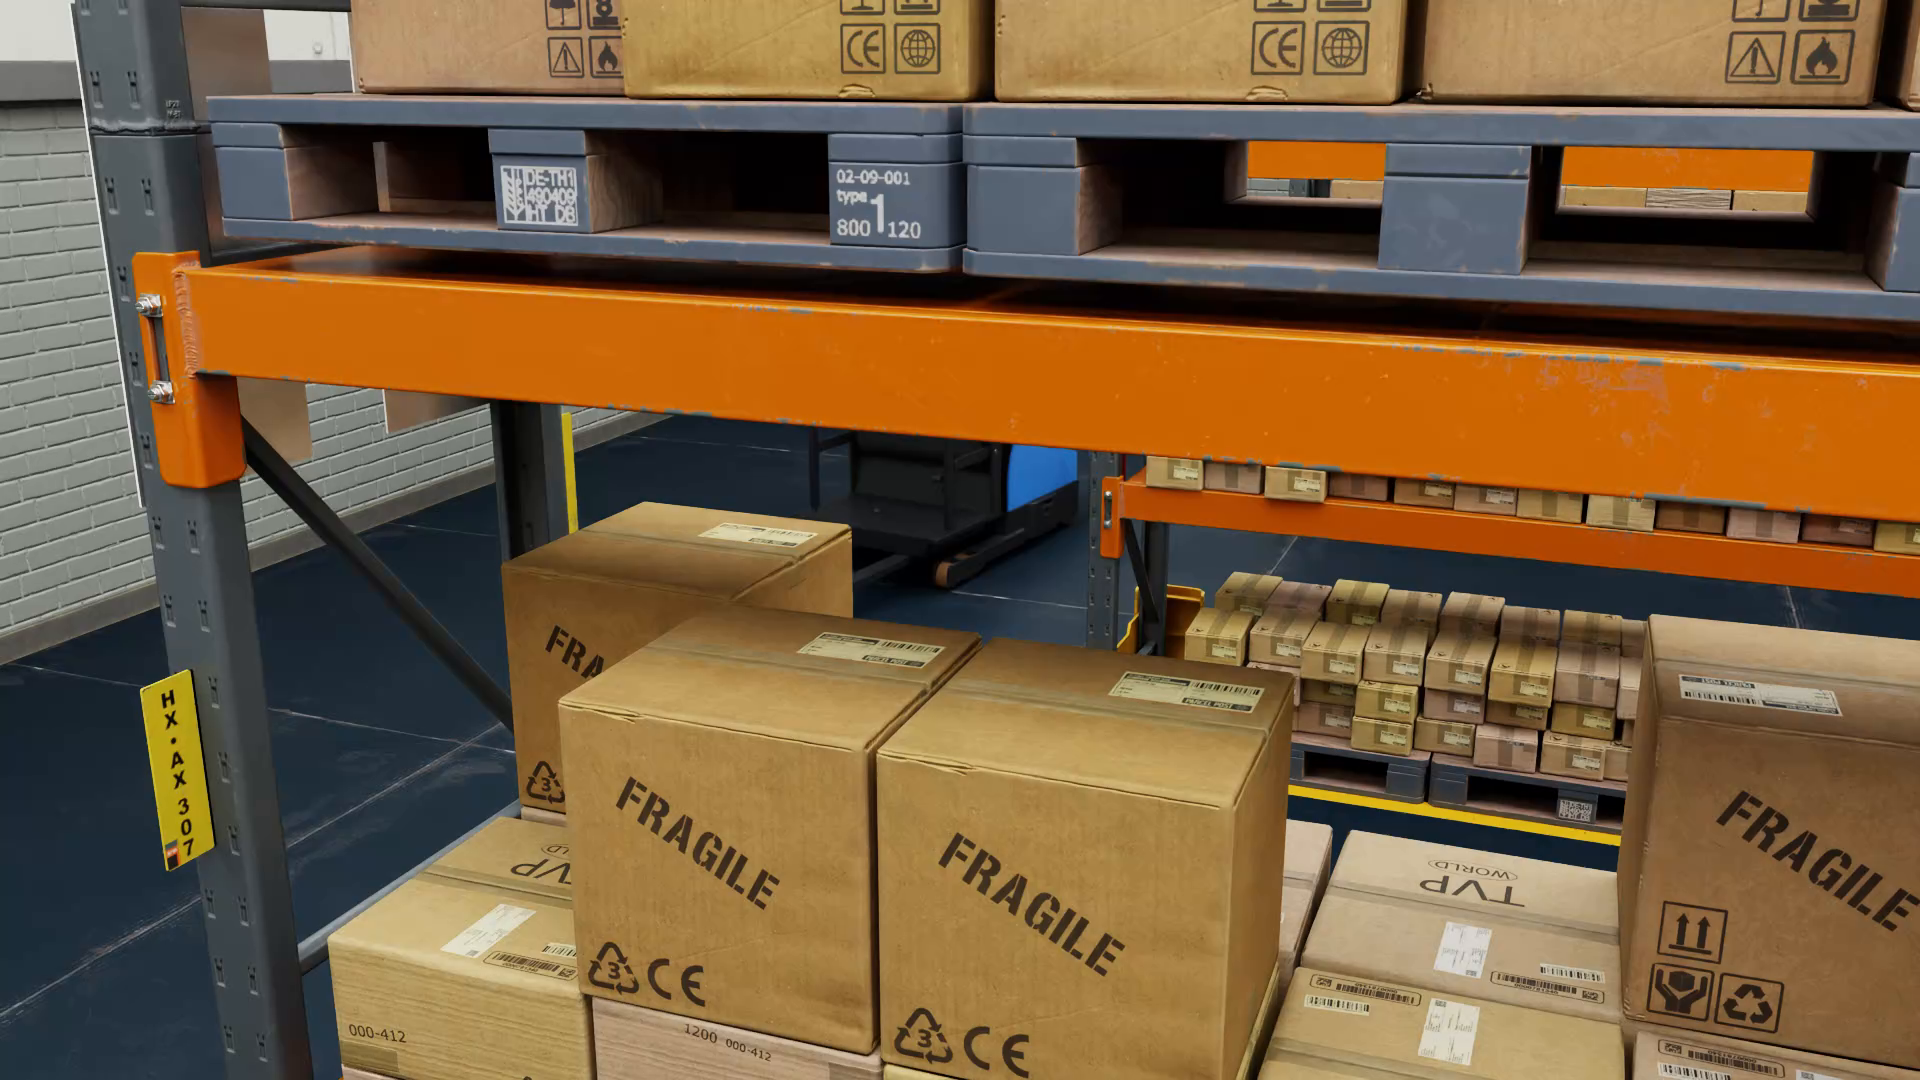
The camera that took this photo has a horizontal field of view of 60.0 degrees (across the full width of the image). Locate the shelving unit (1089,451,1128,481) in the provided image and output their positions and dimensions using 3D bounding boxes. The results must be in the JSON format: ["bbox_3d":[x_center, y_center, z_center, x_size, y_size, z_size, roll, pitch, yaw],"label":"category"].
[{"bbox_3d":[0.625,-0.977,11.851,1.048,1.500,0.538,10,19,31],"label":"shelving unit"}]

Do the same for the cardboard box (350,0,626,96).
[{"bbox_3d":[-0.591,-1.004,2.759,0.500,0.500,0.700,5,17,17],"label":"cardboard box"}]

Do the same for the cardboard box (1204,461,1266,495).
[{"bbox_3d":[1.252,-0.327,7.370,0.250,0.149,0.380,7,18,23],"label":"cardboard box"}]

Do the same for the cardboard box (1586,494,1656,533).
[{"bbox_3d":[2.708,-0.161,6.798,0.250,0.149,0.380,7,17,22],"label":"cardboard box"}]

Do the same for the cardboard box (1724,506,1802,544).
[{"bbox_3d":[3.188,-0.113,6.634,0.250,0.149,0.380,5,17,18],"label":"cardboard box"}]

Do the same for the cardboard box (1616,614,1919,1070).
[{"bbox_3d":[1.334,0.454,2.621,0.500,0.500,0.500,6,17,19],"label":"cardboard box"}]

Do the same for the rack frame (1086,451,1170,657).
[{"bbox_3d":[0.819,-0.581,7.794,0.127,3.000,1.000,6,17,21],"label":"rack frame"}]

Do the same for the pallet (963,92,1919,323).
[{"bbox_3d":[0.738,-0.505,2.313,1.213,0.211,1.003,6,17,21],"label":"pallet"}]

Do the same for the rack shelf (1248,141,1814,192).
[{"bbox_3d":[2.680,-1.471,6.772,4.000,0.370,1.077,6,17,21],"label":"rack shelf"}]

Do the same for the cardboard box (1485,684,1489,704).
[{"bbox_3d":[2.371,0.667,7.855,0.250,0.149,0.380,5,17,18],"label":"cardboard box"}]

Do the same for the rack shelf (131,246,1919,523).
[{"bbox_3d":[0.766,-0.195,2.376,4.000,0.370,1.077,6,17,21],"label":"rack shelf"}]

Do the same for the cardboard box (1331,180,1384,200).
[{"bbox_3d":[2.884,-2.280,11.675,0.500,0.500,0.500,6,17,19],"label":"cardboard box"}]

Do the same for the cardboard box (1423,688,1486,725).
[{"bbox_3d":[2.187,0.666,7.328,0.250,0.149,0.380,5,17,18],"label":"cardboard box"}]

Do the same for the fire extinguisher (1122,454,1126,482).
[{"bbox_3d":[0.754,-0.510,8.358,0.183,0.674,0.296,6,17,21],"label":"fire extinguisher"}]

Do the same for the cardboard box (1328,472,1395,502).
[{"bbox_3d":[1.774,-0.294,7.258,0.250,0.149,0.380,7,18,23],"label":"cardboard box"}]

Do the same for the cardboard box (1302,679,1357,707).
[{"bbox_3d":[1.707,0.609,7.524,0.250,0.149,0.380,7,17,21],"label":"cardboard box"}]

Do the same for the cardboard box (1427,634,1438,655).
[{"bbox_3d":[2.111,0.531,7.793,0.250,0.149,0.380,6,17,20],"label":"cardboard box"}]

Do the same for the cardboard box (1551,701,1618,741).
[{"bbox_3d":[2.702,0.713,7.165,0.250,0.149,0.380,7,18,23],"label":"cardboard box"}]

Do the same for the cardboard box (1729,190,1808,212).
[{"bbox_3d":[5.253,-2.025,10.795,0.500,0.500,0.500,6,17,20],"label":"cardboard box"}]

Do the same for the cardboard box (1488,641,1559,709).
[{"bbox_3d":[2.414,0.572,7.116,0.250,0.149,0.380,7,17,21],"label":"cardboard box"}]

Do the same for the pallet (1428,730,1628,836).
[{"bbox_3d":[2.764,0.984,7.407,1.213,0.211,1.003,6,17,21],"label":"pallet"}]

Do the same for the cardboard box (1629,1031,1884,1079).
[{"bbox_3d":[1.162,0.952,2.250,0.500,0.250,0.500,7,17,22],"label":"cardboard box"}]

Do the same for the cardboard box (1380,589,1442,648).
[{"bbox_3d":[2.123,0.366,7.825,0.250,0.149,0.380,6,17,18],"label":"cardboard box"}]

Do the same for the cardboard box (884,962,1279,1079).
[{"bbox_3d":[0.205,0.847,2.610,0.500,0.250,0.500,6,17,19],"label":"cardboard box"}]

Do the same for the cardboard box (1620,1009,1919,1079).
[{"bbox_3d":[1.341,0.814,2.726,0.500,0.250,0.500,7,17,22],"label":"cardboard box"}]

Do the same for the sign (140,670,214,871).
[{"bbox_3d":[-1.304,0.385,2.773,0.005,0.325,0.100,6,17,21],"label":"sign"}]

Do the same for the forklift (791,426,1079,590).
[{"bbox_3d":[-0.361,-1.255,10.239,1.130,2.935,3.031,9,19,29],"label":"forklift"}]

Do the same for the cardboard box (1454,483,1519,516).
[{"bbox_3d":[2.237,-0.228,7.028,0.250,0.149,0.380,6,17,20],"label":"cardboard box"}]

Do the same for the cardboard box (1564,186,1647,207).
[{"bbox_3d":[4.313,-2.128,11.150,0.500,0.500,0.500,6,17,21],"label":"cardboard box"}]

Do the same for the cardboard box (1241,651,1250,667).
[{"bbox_3d":[1.213,0.564,7.678,0.250,0.149,0.380,7,18,23],"label":"cardboard box"}]

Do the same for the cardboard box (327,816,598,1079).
[{"bbox_3d":[-0.747,0.743,2.968,0.500,0.250,0.500,6,17,19],"label":"cardboard box"}]

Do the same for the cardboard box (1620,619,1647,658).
[{"bbox_3d":[3.067,0.490,7.399,0.250,0.149,0.380,6,17,18],"label":"cardboard box"}]

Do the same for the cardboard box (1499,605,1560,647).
[{"bbox_3d":[2.597,0.435,7.588,0.250,0.149,0.380,6,17,19],"label":"cardboard box"}]

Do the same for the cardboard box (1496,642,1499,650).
[{"bbox_3d":[2.617,0.557,7.701,0.250,0.149,0.380,7,18,23],"label":"cardboard box"}]

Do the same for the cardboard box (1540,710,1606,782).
[{"bbox_3d":[2.633,0.878,7.129,0.250,0.149,0.380,6,17,21],"label":"cardboard box"}]

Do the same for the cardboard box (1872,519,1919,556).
[{"bbox_3d":[3.682,-0.060,6.452,0.250,0.149,0.380,7,18,23],"label":"cardboard box"}]

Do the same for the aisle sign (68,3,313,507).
[{"bbox_3d":[-1.272,-0.483,2.794,0.004,0.787,0.394,6,17,21],"label":"aisle sign"}]

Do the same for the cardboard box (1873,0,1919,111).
[{"bbox_3d":[1.378,-0.755,1.900,0.500,0.500,0.700,7,18,23],"label":"cardboard box"}]

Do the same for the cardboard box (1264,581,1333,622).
[{"bbox_3d":[1.617,0.330,7.950,0.250,0.149,0.380,7,17,22],"label":"cardboard box"}]

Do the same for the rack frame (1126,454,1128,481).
[{"bbox_3d":[1.053,-0.901,11.587,0.032,1.500,0.500,10,19,31],"label":"rack frame"}]

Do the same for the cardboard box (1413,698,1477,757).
[{"bbox_3d":[2.166,0.808,7.369,0.250,0.149,0.380,6,17,21],"label":"cardboard box"}]

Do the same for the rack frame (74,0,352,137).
[{"bbox_3d":[-1.095,-2.186,2.562,0.127,3.000,1.000,6,17,21],"label":"rack frame"}]

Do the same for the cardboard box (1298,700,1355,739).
[{"bbox_3d":[1.696,0.752,7.562,0.250,0.149,0.380,6,17,21],"label":"cardboard box"}]

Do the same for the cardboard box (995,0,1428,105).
[{"bbox_3d":[0.387,-0.875,2.314,0.500,0.500,0.700,5,17,17],"label":"cardboard box"}]

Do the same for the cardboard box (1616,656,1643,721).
[{"bbox_3d":[2.874,0.627,6.928,0.250,0.149,0.380,6,17,19],"label":"cardboard box"}]

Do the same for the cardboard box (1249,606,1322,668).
[{"bbox_3d":[1.483,0.440,7.572,0.250,0.149,0.380,7,17,22],"label":"cardboard box"}]

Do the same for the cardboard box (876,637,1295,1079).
[{"bbox_3d":[0.202,0.486,2.510,0.500,0.500,0.500,6,17,19],"label":"cardboard box"}]

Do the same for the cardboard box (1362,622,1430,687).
[{"bbox_3d":[1.931,0.502,7.356,0.250,0.149,0.380,5,17,18],"label":"cardboard box"}]

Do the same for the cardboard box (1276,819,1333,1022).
[{"bbox_3d":[0.399,0.709,3.086,0.500,0.250,0.500,6,17,19],"label":"cardboard box"}]
